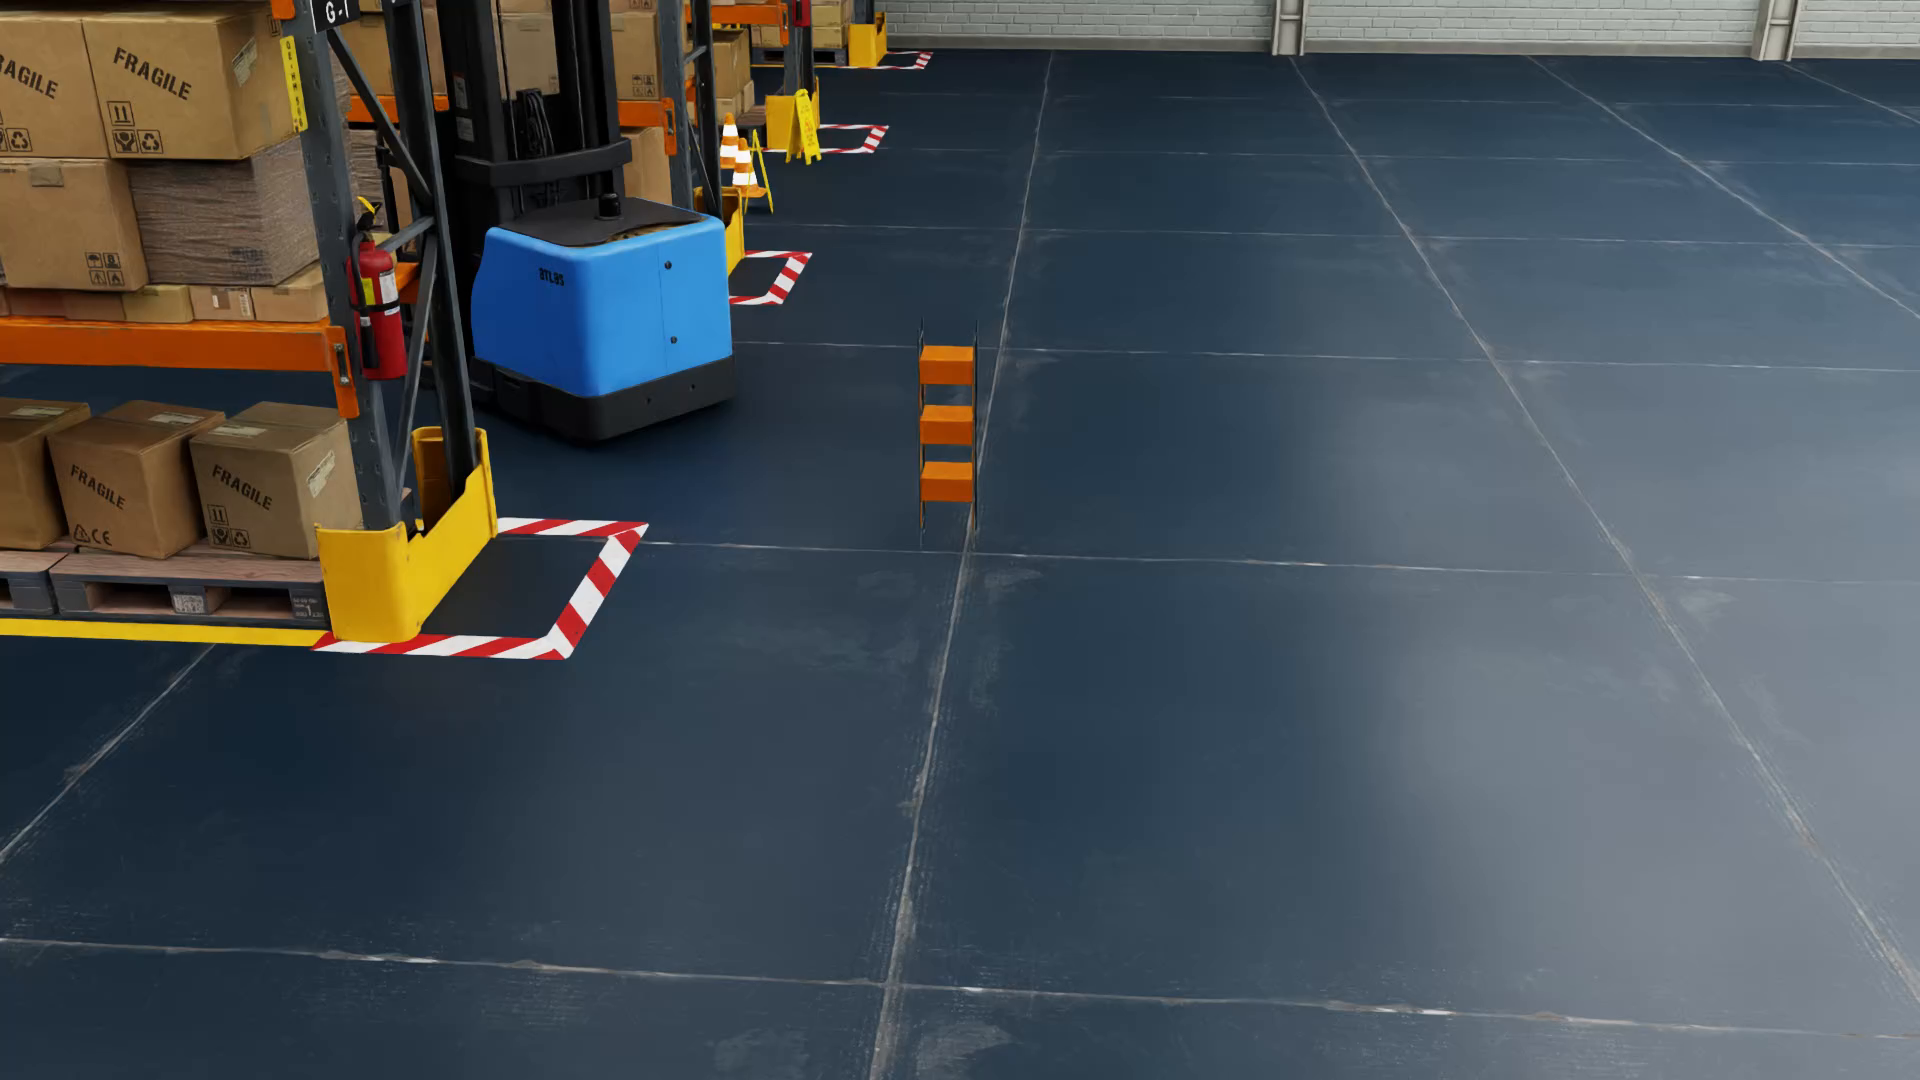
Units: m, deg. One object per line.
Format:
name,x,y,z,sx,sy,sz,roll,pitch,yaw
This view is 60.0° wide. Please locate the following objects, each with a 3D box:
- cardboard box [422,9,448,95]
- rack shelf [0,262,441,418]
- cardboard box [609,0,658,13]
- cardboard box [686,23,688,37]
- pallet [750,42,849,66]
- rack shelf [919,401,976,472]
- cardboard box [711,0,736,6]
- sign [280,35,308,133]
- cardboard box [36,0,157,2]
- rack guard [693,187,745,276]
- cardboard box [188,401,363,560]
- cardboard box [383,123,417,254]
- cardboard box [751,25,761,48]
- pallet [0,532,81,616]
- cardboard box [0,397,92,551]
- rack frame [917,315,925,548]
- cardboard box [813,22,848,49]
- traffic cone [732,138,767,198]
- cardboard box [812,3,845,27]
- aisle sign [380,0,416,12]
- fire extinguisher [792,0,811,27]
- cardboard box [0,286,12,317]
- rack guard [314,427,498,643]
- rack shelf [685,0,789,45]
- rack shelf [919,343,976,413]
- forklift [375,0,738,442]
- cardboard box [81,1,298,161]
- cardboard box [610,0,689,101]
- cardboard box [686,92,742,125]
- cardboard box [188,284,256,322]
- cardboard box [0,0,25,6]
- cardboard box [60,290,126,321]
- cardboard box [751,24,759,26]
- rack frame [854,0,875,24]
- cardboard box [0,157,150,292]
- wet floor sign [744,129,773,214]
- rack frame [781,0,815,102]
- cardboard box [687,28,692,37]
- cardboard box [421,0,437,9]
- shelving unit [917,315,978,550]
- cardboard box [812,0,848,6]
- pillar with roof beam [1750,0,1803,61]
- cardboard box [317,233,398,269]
cardboard box,-3.302,-3.388,11.344,0.550,0.550,0.875,2,25,4
rack shelf,-4.304,-0.921,7.023,4.000,0.370,1.077,2,25,4
cardboard box,-2.196,-3.834,11.023,0.550,0.550,0.875,2,25,4
cardboard box,-2.741,-4.792,15.689,0.250,0.149,0.380,3,25,6
pallet,-1.941,-6.123,20.805,1.213,0.211,1.003,2,25,4
rack shelf,-0.053,-0.469,7.539,0.240,0.259,0.215,2,25,4
cardboard box,-2.202,-5.085,15.512,0.250,0.149,0.380,2,25,3
sign,-2.372,-1.623,5.925,0.005,0.325,0.100,2,25,4
cardboard box,-3.335,-1.969,6.768,0.500,0.500,0.500,2,25,4
rack guard,-1.805,-2.111,11.740,0.348,0.500,1.175,2,25,4
cardboard box,-2.931,-0.266,7.227,0.500,0.500,0.500,6,25,14
cardboard box,-3.388,-2.495,11.623,0.875,0.875,0.875,1,25,3
cardboard box,-2.661,-6.248,20.526,0.500,0.250,0.500,2,25,5
pallet,-4.406,0.000,7.498,1.213,0.211,1.003,2,25,4
cardboard box,-4.153,-0.299,7.299,0.500,0.500,0.500,4,25,9
rack frame,-0.175,-0.483,7.543,0.008,1.050,0.200,2,25,4
cardboard box,-1.668,-6.208,20.440,0.500,0.250,0.500,2,25,4
traffic cone,-1.825,-3.164,14.073,0.334,0.463,0.336,2,25,4
cardboard box,-1.684,-6.437,20.340,0.500,0.250,0.500,2,25,3
aisle sign,-2.225,-2.488,6.458,0.004,0.787,0.394,2,25,4
fire extinguisher,-1.472,-5.083,15.301,0.183,0.674,0.296,2,25,4
cardboard box,-3.857,-1.026,6.691,0.250,0.149,0.380,2,25,4
rack guard,-2.386,-0.051,7.262,0.348,0.500,1.175,2,25,4
rack shelf,-3.545,-5.051,16.000,4.000,0.370,1.077,2,25,4
rack shelf,-0.053,-0.727,7.420,0.240,0.259,0.215,2,25,4
forklift,-2.680,-2.355,9.362,3.031,2.935,1.130,21,32,38
cardboard box,-2.877,-1.733,6.256,0.500,0.500,0.500,2,25,4
cardboard box,-2.203,-3.309,11.173,0.550,0.550,0.875,2,25,4
cardboard box,-2.402,-4.170,16.011,0.500,0.250,0.500,2,25,4
cardboard box,-2.859,-1.001,6.637,0.250,0.149,0.380,2,25,4
cardboard box,-3.875,-1.764,6.323,0.500,0.500,0.500,2,25,4
cardboard box,-3.360,-1.002,6.639,0.250,0.149,0.380,2,25,4
cardboard box,-2.700,-6.465,20.401,0.500,0.250,0.500,1,25,3
rack frame,-1.175,-7.383,20.206,0.127,3.000,1.000,2,25,4
cardboard box,-3.364,-1.359,6.640,0.500,0.500,0.875,2,25,4
wet floor sign,-1.649,-3.002,13.503,0.232,0.644,0.267,-2,25,-5
rack frame,-1.551,-5.314,15.710,0.127,3.000,1.000,2,25,4
cardboard box,-2.880,-4.753,16.381,0.500,0.500,0.500,1,25,2
cardboard box,-3.300,-3.888,11.140,0.550,0.550,0.875,2,25,4
shelving unit,-0.053,-0.479,7.534,0.252,1.050,0.215,2,25,4
cardboard box,-1.658,-6.664,20.234,0.500,0.250,0.500,3,25,6
pillar with roof beam,9.835,-8.328,15.083,0.400,9.000,9.100,2,25,4
cardboard box,-2.576,-1.178,7.022,0.250,0.149,0.380,2,25,4
